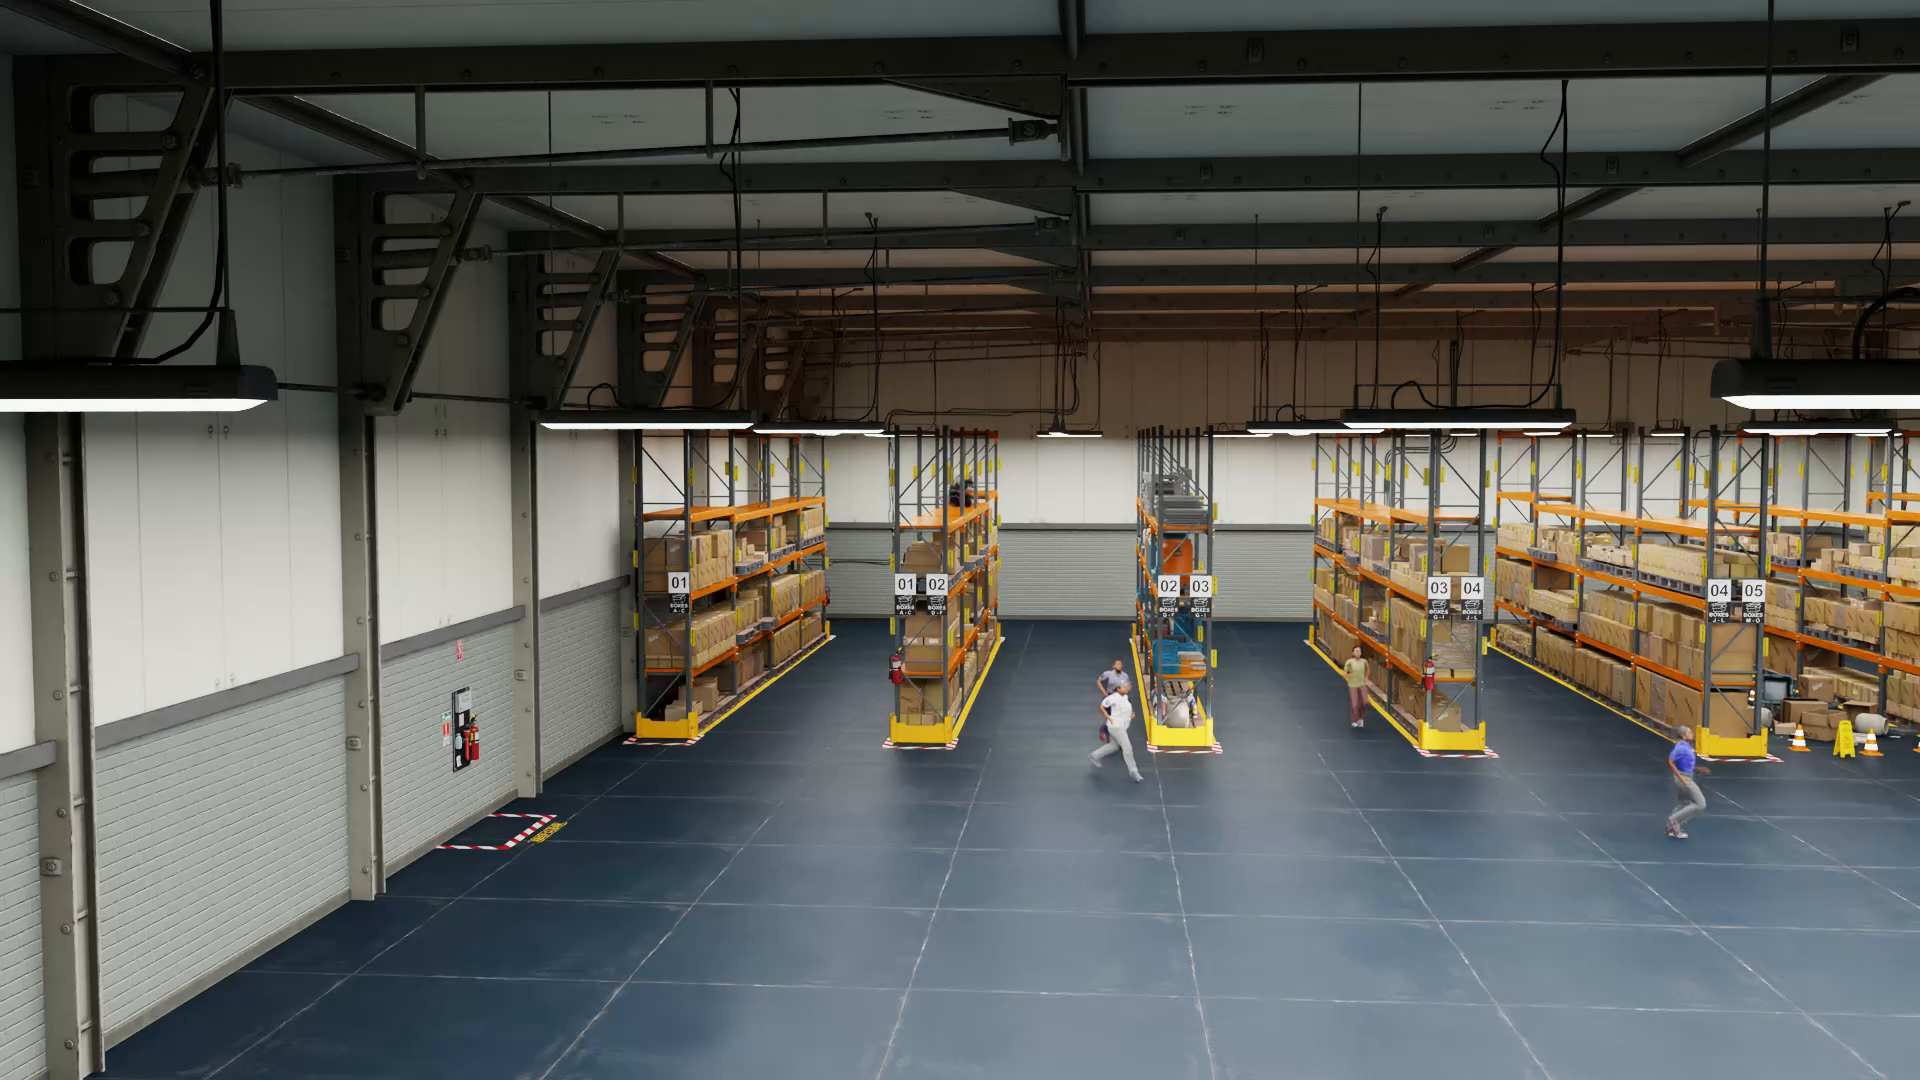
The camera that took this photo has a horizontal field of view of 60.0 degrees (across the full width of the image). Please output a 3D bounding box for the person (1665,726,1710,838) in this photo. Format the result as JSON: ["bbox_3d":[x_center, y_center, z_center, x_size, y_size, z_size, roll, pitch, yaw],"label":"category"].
[{"bbox_3d":[10.445,3.478,23.850,0.576,1.606,0.560,1,4,22],"label":"person"}]

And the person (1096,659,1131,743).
[{"bbox_3d":[2.907,3.063,31.312,0.642,1.641,0.802,-1,4,-17],"label":"person"}]

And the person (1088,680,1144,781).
[{"bbox_3d":[2.689,3.207,28.249,1.023,1.693,0.572,2,4,24],"label":"person"}]

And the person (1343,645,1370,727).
[{"bbox_3d":[7.896,2.909,32.982,0.559,1.629,0.583,0,3,0],"label":"person"}]
